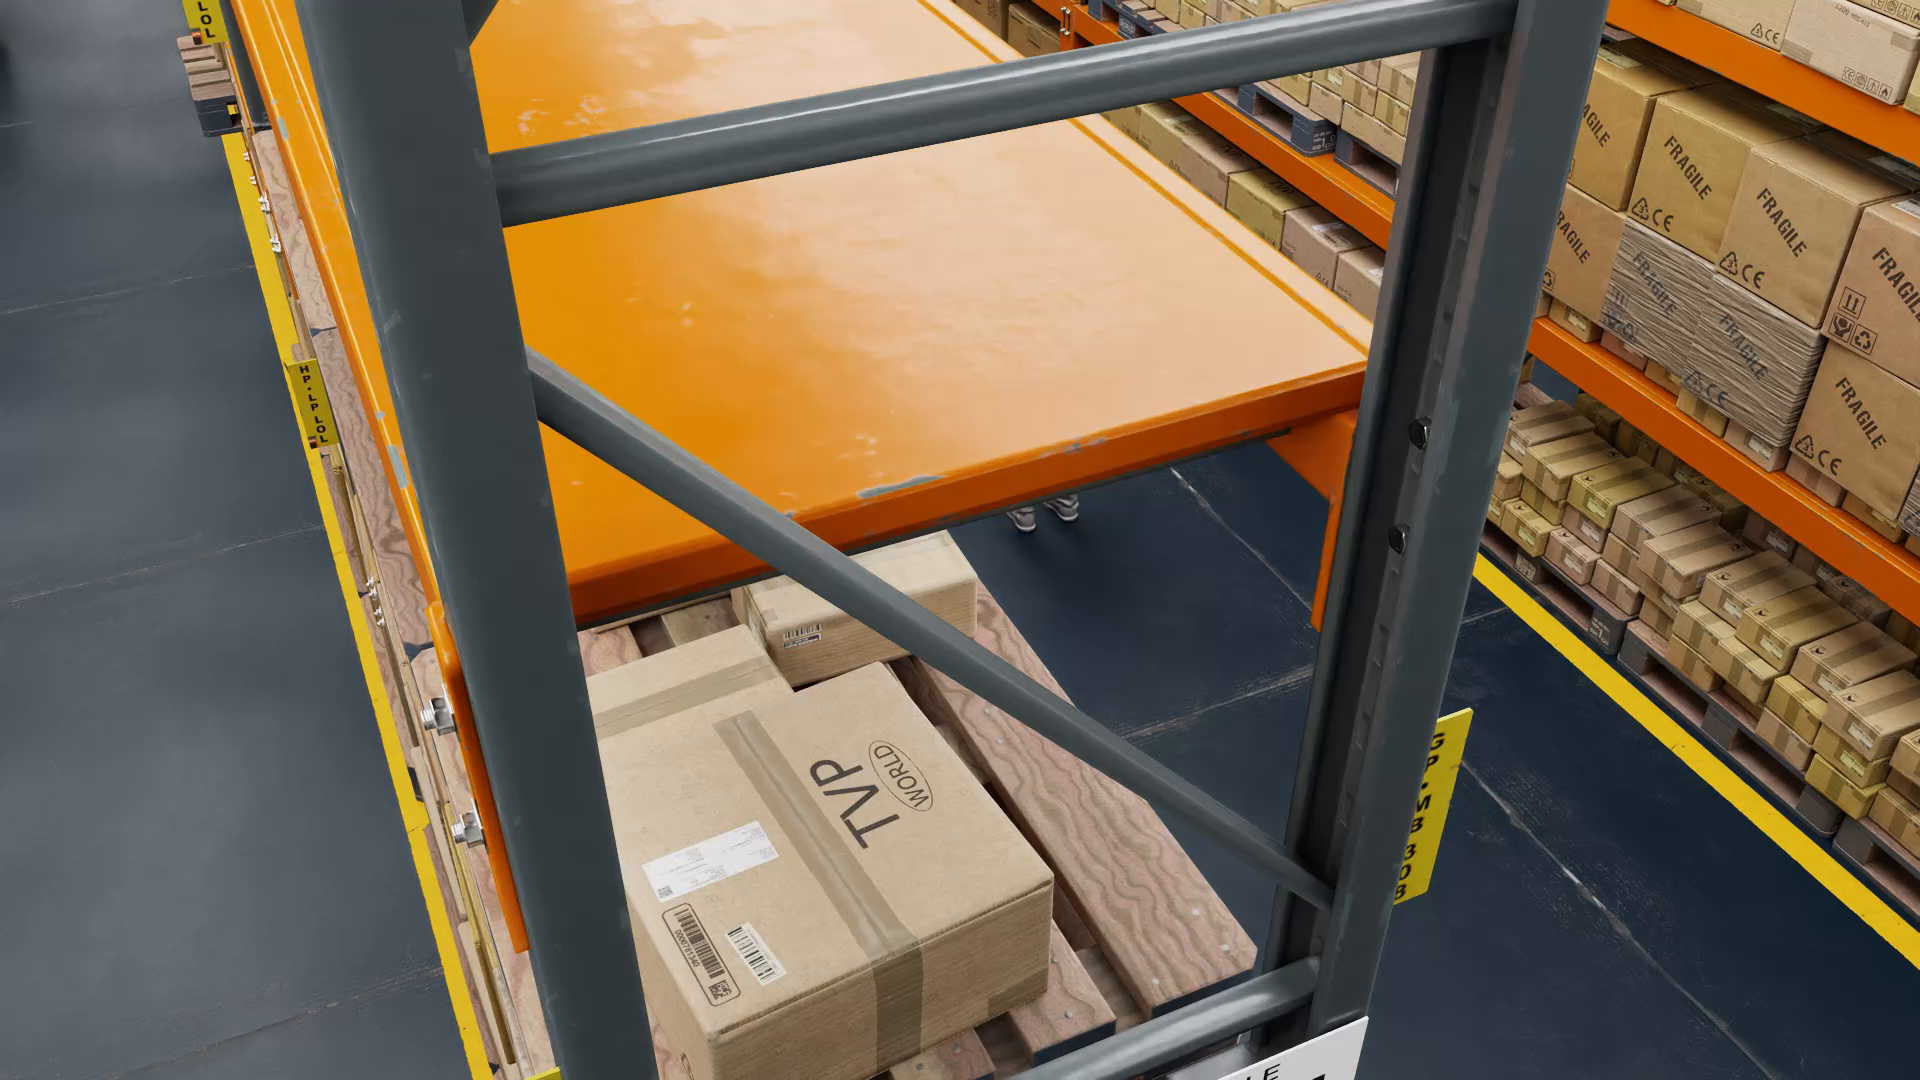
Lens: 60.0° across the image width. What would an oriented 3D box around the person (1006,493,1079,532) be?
[{"bbox_3d":[0.405,-0.797,7.879,0.467,1.682,0.338,-15,40,-19],"label":"person"}]
